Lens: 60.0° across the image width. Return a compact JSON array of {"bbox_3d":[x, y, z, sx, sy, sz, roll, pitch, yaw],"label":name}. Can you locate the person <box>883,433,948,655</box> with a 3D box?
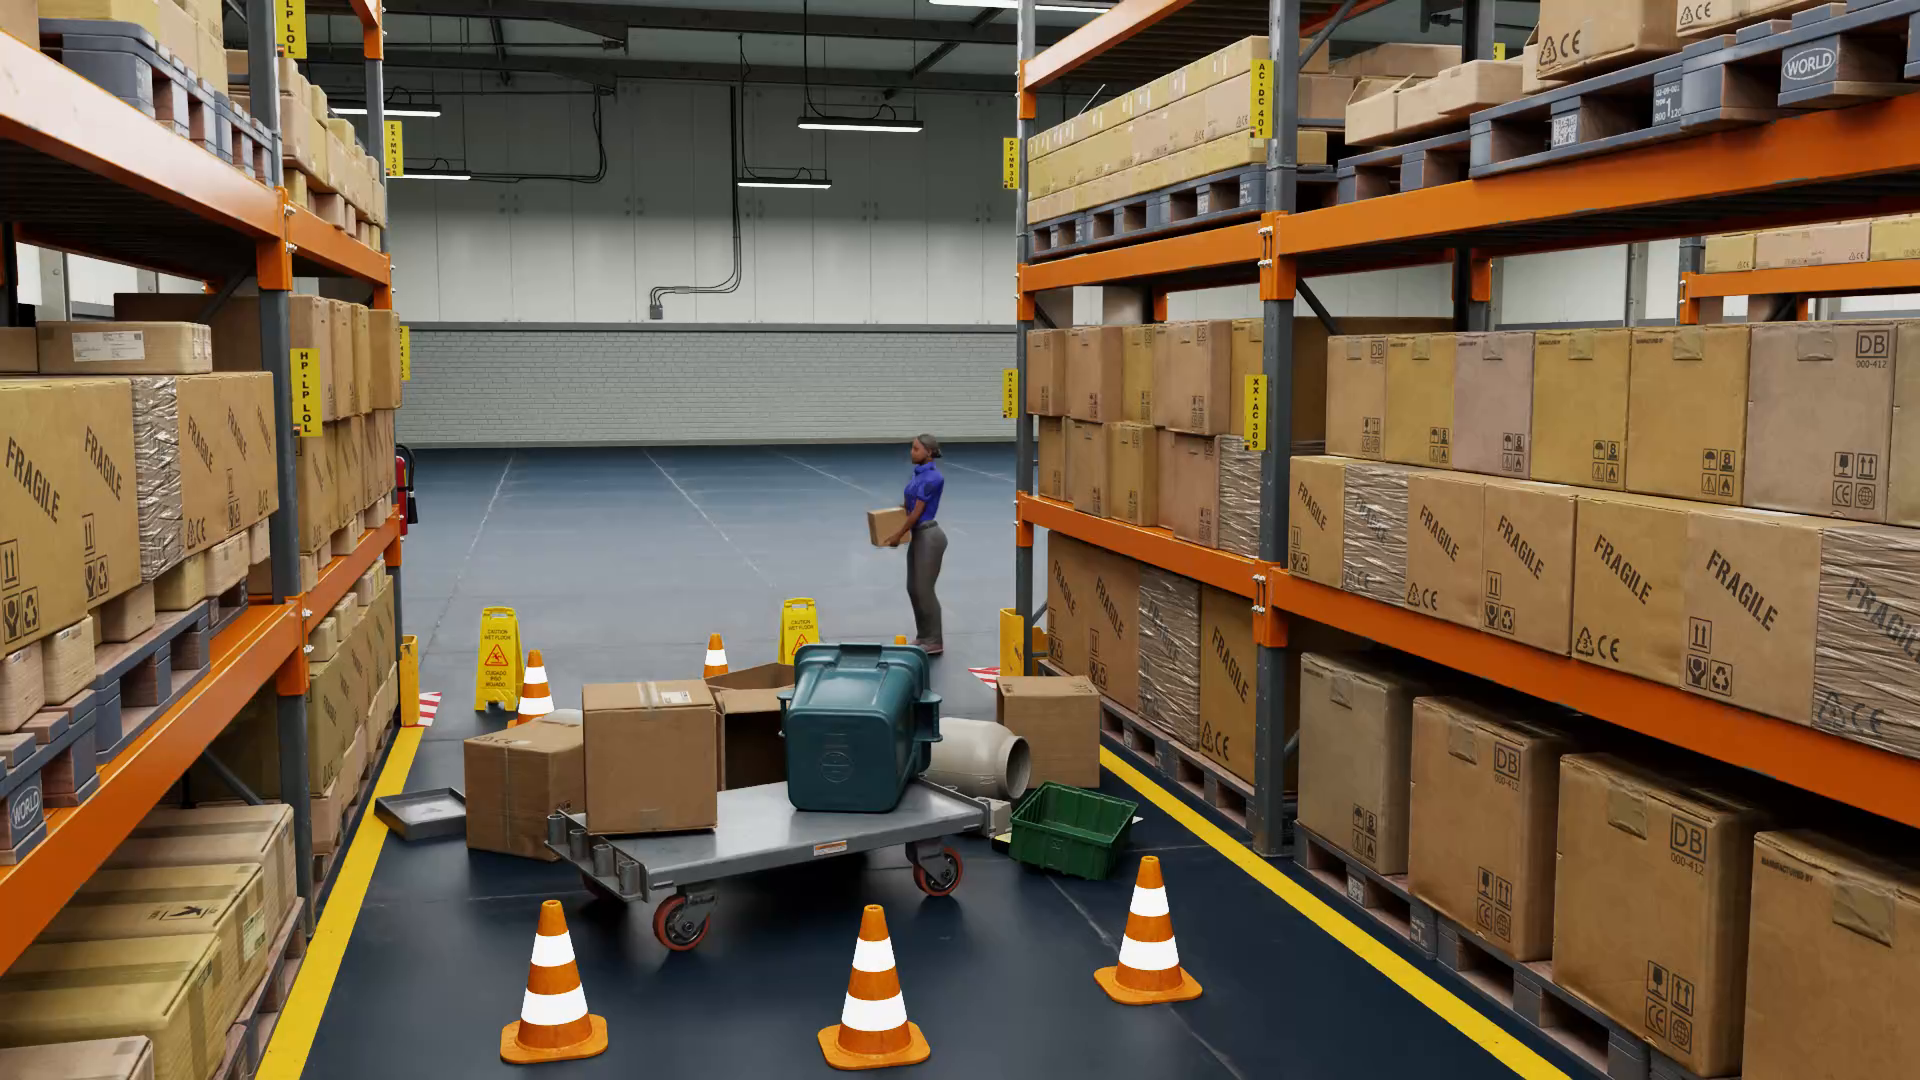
[{"bbox_3d":[-0.353,0.031,12.469,0.506,1.656,0.423,-2,6,-15],"label":"person"}]
